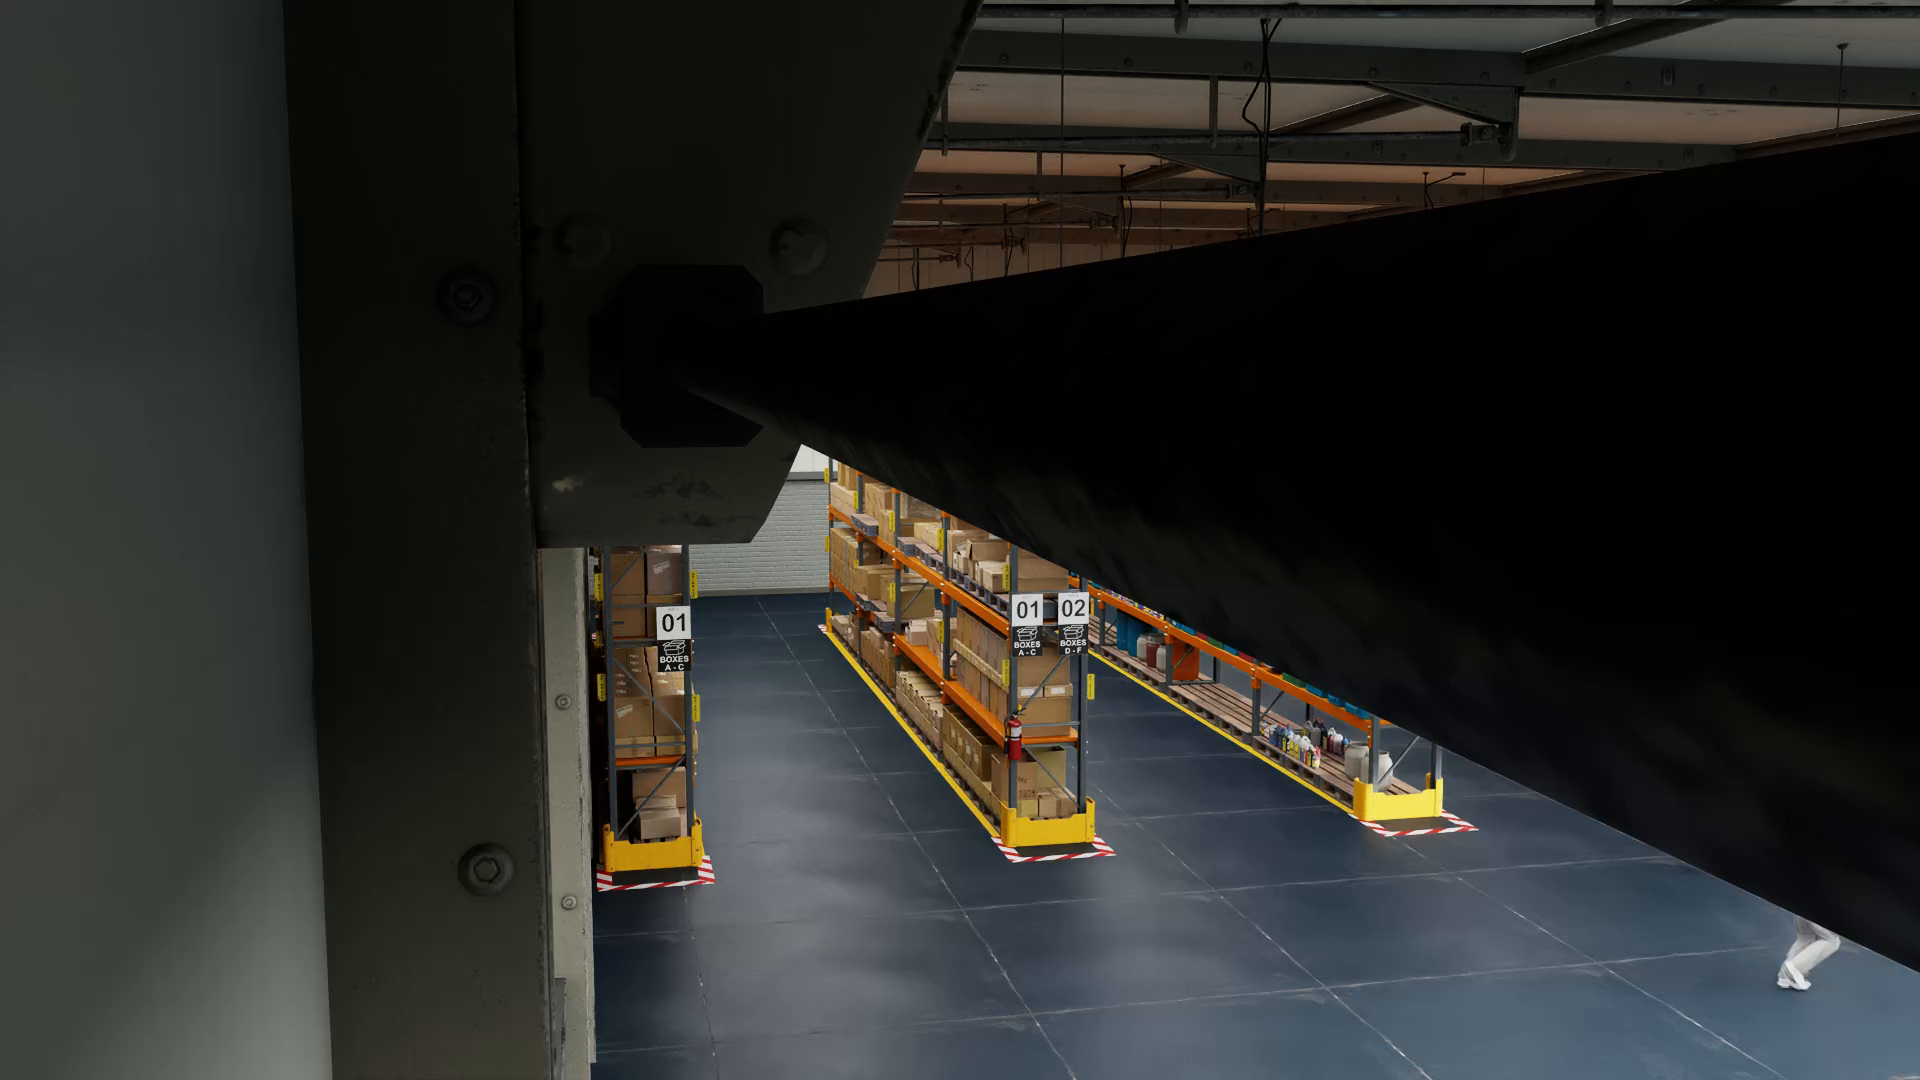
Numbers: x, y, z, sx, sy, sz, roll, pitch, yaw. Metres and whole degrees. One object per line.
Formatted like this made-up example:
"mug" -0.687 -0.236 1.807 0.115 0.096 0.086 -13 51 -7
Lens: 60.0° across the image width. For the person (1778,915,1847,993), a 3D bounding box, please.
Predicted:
"person" 8.374 3.585 16.255 0.629 1.644 0.568 1 7 8
